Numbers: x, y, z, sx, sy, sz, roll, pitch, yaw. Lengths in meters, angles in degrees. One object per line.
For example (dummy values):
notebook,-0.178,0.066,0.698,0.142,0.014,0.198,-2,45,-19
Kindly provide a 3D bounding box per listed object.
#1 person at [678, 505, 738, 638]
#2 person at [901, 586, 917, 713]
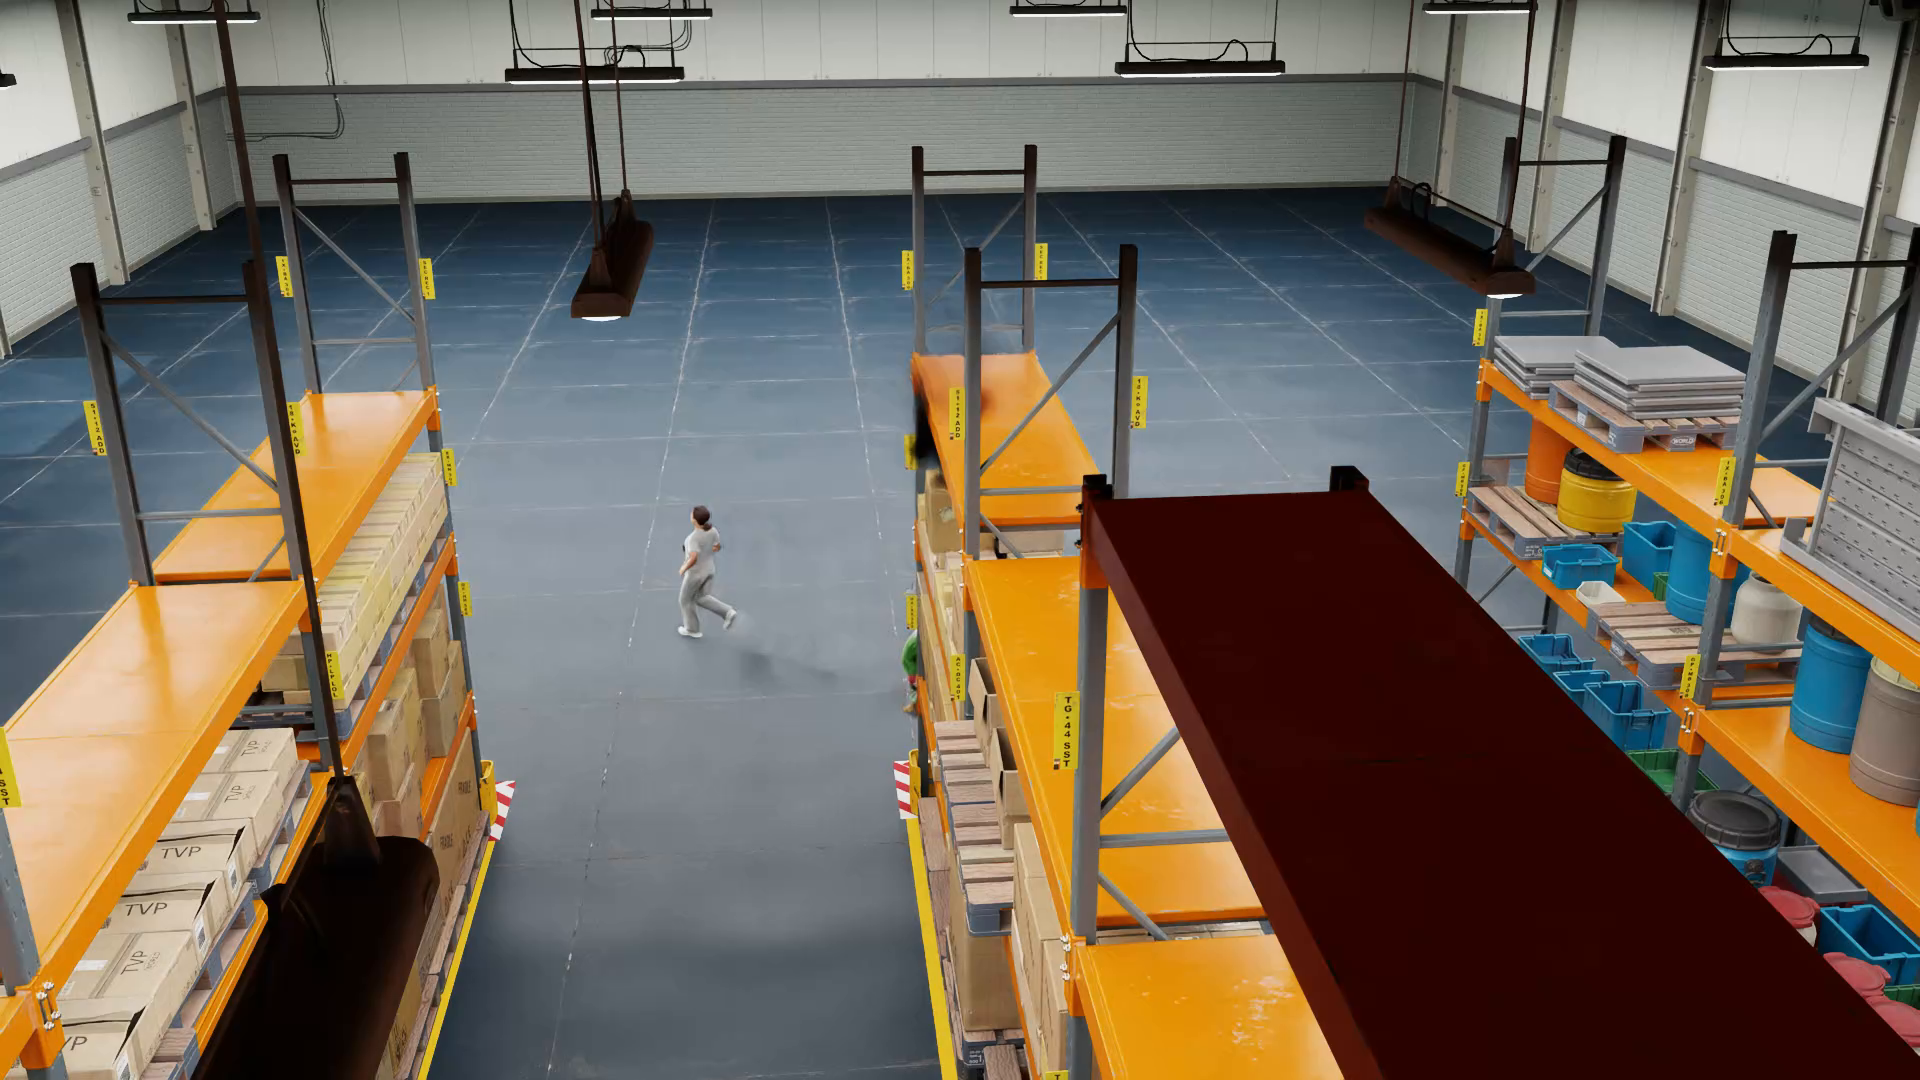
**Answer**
person,-2.876,0.384,18.483,0.806,1.631,0.581,13,25,29
person,-0.296,0.929,16.864,0.724,1.823,0.669,14,25,31
